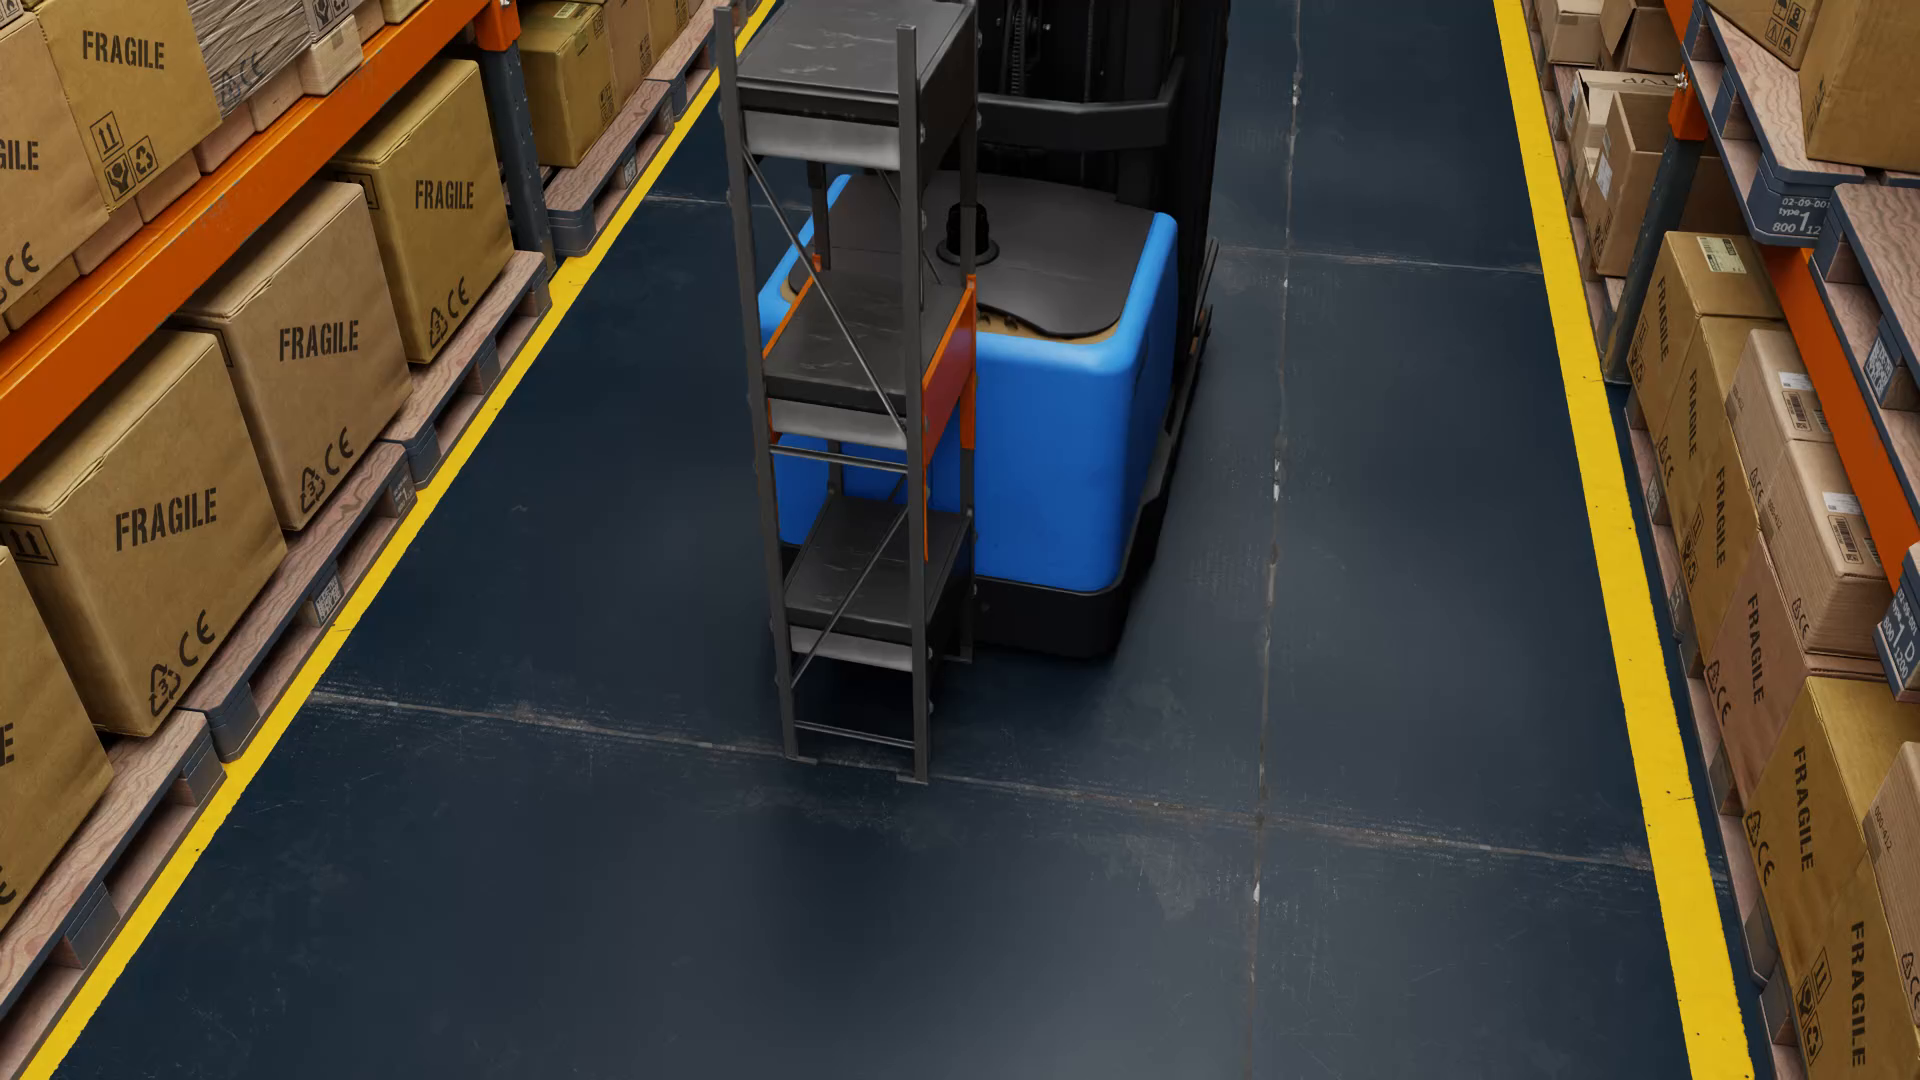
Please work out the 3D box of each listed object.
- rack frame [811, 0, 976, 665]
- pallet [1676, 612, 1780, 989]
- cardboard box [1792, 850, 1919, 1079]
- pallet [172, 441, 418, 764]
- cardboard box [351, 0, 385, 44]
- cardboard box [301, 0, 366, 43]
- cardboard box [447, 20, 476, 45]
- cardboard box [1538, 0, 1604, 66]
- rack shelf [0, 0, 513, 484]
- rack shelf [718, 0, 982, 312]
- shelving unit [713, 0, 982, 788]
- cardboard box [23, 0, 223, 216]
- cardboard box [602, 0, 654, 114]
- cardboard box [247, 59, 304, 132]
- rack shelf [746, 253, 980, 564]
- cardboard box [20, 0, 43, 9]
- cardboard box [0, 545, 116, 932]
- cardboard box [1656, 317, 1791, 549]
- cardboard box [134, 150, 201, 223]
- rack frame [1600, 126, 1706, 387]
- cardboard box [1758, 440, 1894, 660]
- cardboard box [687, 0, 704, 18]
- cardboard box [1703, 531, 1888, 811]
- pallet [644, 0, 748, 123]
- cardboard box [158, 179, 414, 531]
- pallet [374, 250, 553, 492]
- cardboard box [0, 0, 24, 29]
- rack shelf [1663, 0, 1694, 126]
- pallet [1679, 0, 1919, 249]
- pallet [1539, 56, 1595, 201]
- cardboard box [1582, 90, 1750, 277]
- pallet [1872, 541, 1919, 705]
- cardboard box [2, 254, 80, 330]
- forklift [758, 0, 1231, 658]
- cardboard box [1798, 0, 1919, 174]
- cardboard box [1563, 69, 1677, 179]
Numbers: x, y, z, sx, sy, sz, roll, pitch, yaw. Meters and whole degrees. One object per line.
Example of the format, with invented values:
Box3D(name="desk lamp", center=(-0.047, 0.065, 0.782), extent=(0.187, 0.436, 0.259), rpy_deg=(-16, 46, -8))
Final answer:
Box3D(name="rack frame", center=(-0.158, -0.484, 4.187), extent=(0.400, 2.100, 0.015), rpy_deg=(9, 40, 11))
Box3D(name="pallet", center=(2.484, 0.665, 4.280), extent=(1.003, 0.211, 1.213), rpy_deg=(6, 40, 8))
Box3D(name="cardboard box", center=(2.035, 0.999, 3.304), extent=(0.500, 0.500, 0.500), rpy_deg=(8, 40, 9))
Box3D(name="pallet", center=(-2.351, 0.099, 4.965), extent=(1.003, 0.211, 1.213), rpy_deg=(6, 40, 8))
Box3D(name="cardboard box", center=(-1.973, -1.585, 4.995), extent=(0.380, 0.149, 0.250), rpy_deg=(8, 40, 9))
Box3D(name="cardboard box", center=(-1.994, -1.758, 4.695), extent=(0.500, 0.500, 0.500), rpy_deg=(7, 40, 8))
Box3D(name="cardboard box", center=(-2.074, -2.074, 6.527), extent=(0.380, 0.149, 0.250), rpy_deg=(6, 40, 7))
Box3D(name="cardboard box", center=(2.942, -2.375, 7.581), extent=(0.500, 0.250, 0.500), rpy_deg=(6, 40, 8))
Box3D(name="rack shelf", center=(-2.429, -0.704, 4.312), extent=(1.077, 0.370, 4.000), rpy_deg=(6, 40, 8))
Box3D(name="rack shelf", center=(-0.218, -0.862, 3.568), extent=(0.431, 0.518, 0.480), rpy_deg=(9, 40, 11))
Box3D(name="shelving unit", center=(-0.218, -0.333, 4.005), extent=(0.431, 2.100, 0.503), rpy_deg=(9, 40, 11))
Box3D(name="cardboard box", center=(-2.170, -1.130, 3.935), extent=(0.500, 0.500, 0.500), rpy_deg=(7, 40, 9))
Box3D(name="cardboard box", center=(-1.763, -2.208, 7.198), extent=(0.700, 0.500, 0.500), rpy_deg=(6, 40, 7))
Box3D(name="cardboard box", center=(-2.068, -1.267, 4.610), extent=(0.380, 0.149, 0.250), rpy_deg=(6, 40, 8))
Box3D(name="rack shelf", center=(-0.218, -0.323, 4.014), extent=(0.431, 0.518, 0.480), rpy_deg=(9, 40, 11))
Box3D(name="cardboard box", center=(-2.186, -1.405, 3.679), extent=(0.500, 0.250, 0.500), rpy_deg=(6, 40, 7))
Box3D(name="cardboard box", center=(-2.519, 0.494, 3.656), extent=(0.750, 0.750, 0.750), rpy_deg=(6, 40, 7))
Box3D(name="cardboard box", center=(2.391, -0.286, 4.858), extent=(0.500, 0.500, 0.500), rpy_deg=(7, 40, 8))
Box3D(name="cardboard box", center=(-2.183, -0.946, 4.221), extent=(0.380, 0.149, 0.250), rpy_deg=(8, 40, 9))
Box3D(name="rack frame", center=(2.796, -1.692, 4.943), extent=(1.000, 3.000, 0.127), rpy_deg=(6, 40, 8))
Box3D(name="cardboard box", center=(2.213, 0.032, 3.886), extent=(0.500, 0.250, 0.500), rpy_deg=(6, 40, 7))
Box3D(name="cardboard box", center=(-1.587, -2.865, 7.993), extent=(0.700, 0.500, 0.500), rpy_deg=(5, 40, 6))
Box3D(name="cardboard box", center=(2.209, 0.344, 4.096), extent=(0.500, 0.500, 0.500), rpy_deg=(5, 40, 6))
Box3D(name="pallet", center=(-1.666, -2.398, 7.985), extent=(1.003, 0.211, 1.213), rpy_deg=(6, 40, 8))
Box3D(name="cardboard box", center=(-2.219, -0.589, 4.966), extent=(0.750, 0.750, 0.750), rpy_deg=(8, 40, 9))
Box3D(name="pallet", center=(-2.143, -0.669, 5.894), extent=(1.003, 0.211, 1.213), rpy_deg=(6, 40, 8))
Box3D(name="cardboard box", center=(-2.268, -1.084, 3.291), extent=(0.500, 0.250, 0.500), rpy_deg=(7, 40, 8))
Box3D(name="rack shelf", center=(3.142, -2.670, 6.690), extent=(1.077, 0.370, 4.000), rpy_deg=(6, 40, 8))
Box3D(name="pallet", center=(2.550, -1.129, 4.412), extent=(1.003, 0.211, 1.213), rpy_deg=(6, 40, 8))
Box3D(name="pallet", center=(3.125, -1.816, 7.281), extent=(1.003, 0.211, 1.213), rpy_deg=(6, 40, 8))
Box3D(name="cardboard box", center=(2.615, -1.287, 6.070), extent=(0.500, 0.500, 0.500), rpy_deg=(6, 40, 8))
Box3D(name="pallet", center=(2.152, 0.459, 2.492), extent=(1.213, 0.211, 1.003), rpy_deg=(6, 40, 8))
Box3D(name="cardboard box", center=(-2.295, -0.628, 3.838), extent=(0.380, 0.149, 0.250), rpy_deg=(7, 40, 8))
Box3D(name="forklift", center=(0.296, -1.740, 5.055), extent=(1.130, 2.935, 3.031), rpy_deg=(9, 40, 11))
Box3D(name="cardboard box", center=(2.437, -1.182, 3.917), extent=(0.700, 0.500, 0.500), rpy_deg=(12, 41, 15))
Box3D(name="cardboard box", center=(2.745, -1.685, 6.699), extent=(0.500, 0.311, 0.500), rpy_deg=(6, 40, 8))
